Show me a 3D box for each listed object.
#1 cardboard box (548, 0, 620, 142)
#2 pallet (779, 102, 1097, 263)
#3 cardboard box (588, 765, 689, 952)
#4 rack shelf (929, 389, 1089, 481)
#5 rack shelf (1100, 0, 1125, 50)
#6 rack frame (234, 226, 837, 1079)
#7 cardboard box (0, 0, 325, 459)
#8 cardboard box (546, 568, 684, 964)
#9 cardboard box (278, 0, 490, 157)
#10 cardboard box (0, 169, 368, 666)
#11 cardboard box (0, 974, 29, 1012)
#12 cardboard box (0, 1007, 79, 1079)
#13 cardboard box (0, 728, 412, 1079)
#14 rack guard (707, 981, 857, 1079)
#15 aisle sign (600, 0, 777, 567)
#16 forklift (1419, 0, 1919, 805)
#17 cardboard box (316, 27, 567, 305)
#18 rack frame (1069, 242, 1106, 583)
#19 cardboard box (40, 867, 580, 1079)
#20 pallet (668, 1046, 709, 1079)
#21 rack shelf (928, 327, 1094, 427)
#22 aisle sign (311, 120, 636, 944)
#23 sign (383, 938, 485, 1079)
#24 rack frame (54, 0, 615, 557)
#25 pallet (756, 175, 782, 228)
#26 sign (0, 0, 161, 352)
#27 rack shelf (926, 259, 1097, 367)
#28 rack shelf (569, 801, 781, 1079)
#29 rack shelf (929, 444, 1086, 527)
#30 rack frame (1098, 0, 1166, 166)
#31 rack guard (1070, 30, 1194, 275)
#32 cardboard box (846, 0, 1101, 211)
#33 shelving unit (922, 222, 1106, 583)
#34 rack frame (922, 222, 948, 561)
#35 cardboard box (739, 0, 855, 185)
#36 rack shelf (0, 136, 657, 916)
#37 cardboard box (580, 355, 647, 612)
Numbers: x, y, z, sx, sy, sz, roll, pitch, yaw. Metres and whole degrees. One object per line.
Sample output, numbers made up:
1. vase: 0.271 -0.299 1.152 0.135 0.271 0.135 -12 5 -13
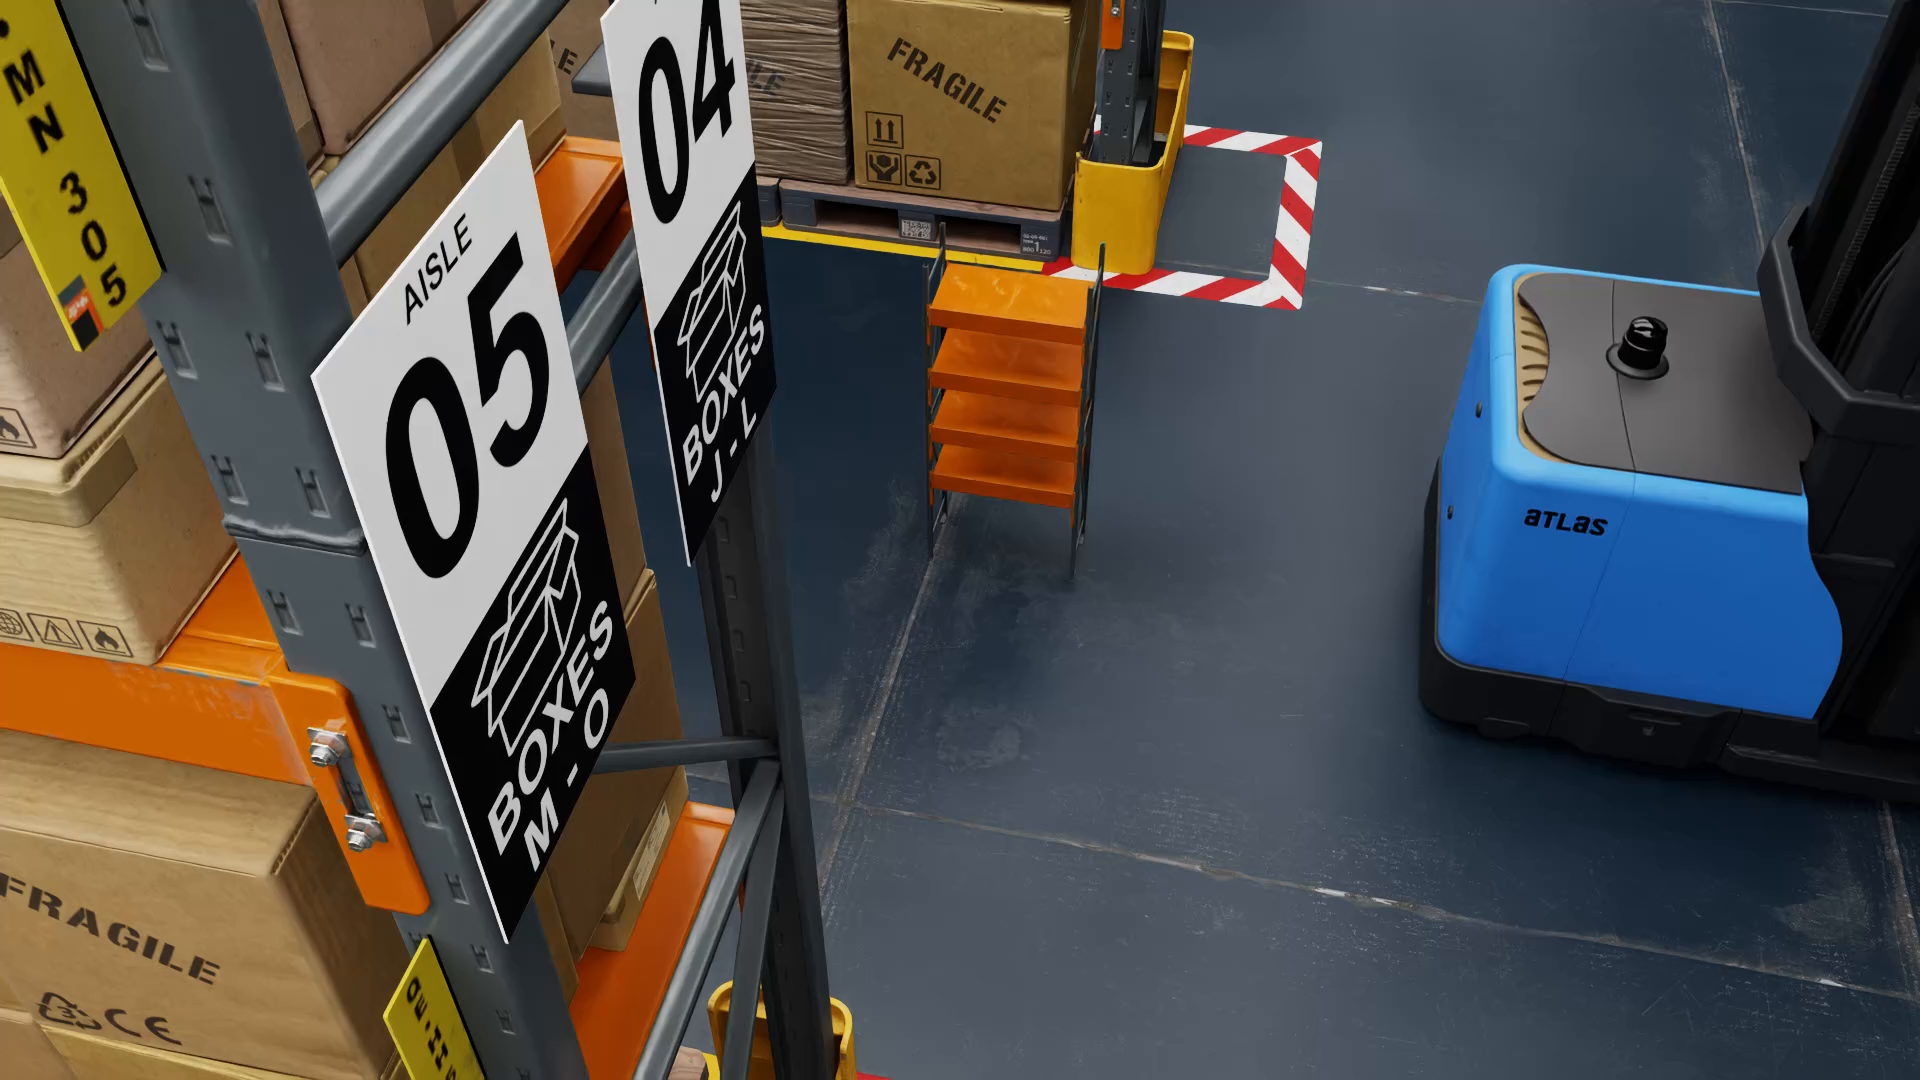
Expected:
1. cardboard box: -1.676 -2.295 7.201 0.875 0.875 0.875 9 45 9
2. pallet: -0.075 -1.657 7.320 1.213 0.211 1.003 9 45 9
3. cardboard box: -0.704 0.567 3.179 0.250 0.149 0.380 8 45 9
4. rack shelf: 0.162 -0.359 5.355 0.480 0.148 0.258 9 45 9
5. rack shelf: -1.229 -2.637 6.846 4.000 0.370 1.077 9 45 9
6. rack frame: -0.459 0.748 2.810 0.127 3.000 1.000 9 45 9
7. cardboard box: -0.964 -0.357 1.542 0.500 0.250 0.500 8 44 8
8. cardboard box: -0.837 0.349 2.937 0.500 0.500 0.500 11 45 11
9. cardboard box: -0.840 -0.703 1.902 0.500 0.250 0.500 9 45 10
10. cardboard box: -0.961 -0.169 1.708 0.500 0.250 0.500 8 44 8
11. cardboard box: -1.454 0.266 2.303 0.500 0.500 0.500 7 44 8
12. cardboard box: -1.455 0.629 2.647 0.500 0.500 0.500 8 45 8
13. cardboard box: -0.960 0.343 2.223 0.500 0.500 0.500 8 44 8
14. rack guard: -0.533 1.637 3.689 0.348 0.500 1.175 9 45 9
15. aisle sign: -0.322 -0.381 2.108 0.004 0.787 0.394 9 45 9
16. forklift: 2.995 -0.594 4.254 3.031 2.935 1.130 9 45 9
17. cardboard box: -0.841 -0.520 2.072 0.500 0.250 0.500 10 45 11
18. rack frame: 0.400 -0.370 5.269 0.015 1.200 0.240 9 45 9
19. cardboard box: -0.954 0.710 2.562 0.500 0.500 0.500 10 45 10
20. pallet: -1.318 1.594 3.942 1.213 0.211 1.003 9 45 9
21. rack shelf: 0.162 -0.520 5.199 0.480 0.148 0.258 9 45 9
22. aisle sign: -0.453 0.025 1.686 0.004 0.787 0.394 9 45 9
23. sign: -0.600 0.589 1.912 0.005 0.325 0.100 9 45 9
24. rack frame: -0.459 -1.414 0.730 0.127 3.000 1.000 9 45 9
25. pallet: -1.262 -1.843 7.513 1.213 0.211 1.003 9 45 9
26. sign: -0.600 -0.280 1.076 0.005 0.325 0.100 9 45 9
27. rack shelf: 0.162 -0.690 5.035 0.480 0.148 0.258 9 45 9
28. rack shelf: -2.411 0.704 3.374 4.000 0.370 1.077 9 45 9
29. rack shelf: 0.162 -0.216 5.492 0.480 0.148 0.258 9 45 9
30. rack frame: 0.723 -2.594 6.282 0.127 3.000 1.000 9 45 9
31. rack guard: 0.746 -1.690 7.145 0.348 0.500 1.175 9 45 9
32. cardboard box: 0.081 -2.022 6.917 0.875 0.875 0.875 9 45 9
33. shelving unit: 0.162 -0.407 5.308 0.503 1.200 0.258 9 45 9
34. rack frame: -0.077 -0.444 5.346 0.015 1.200 0.240 9 45 9
35. cardboard box: -0.807 -2.160 7.061 0.875 0.875 0.875 9 45 9
36. rack shelf: -2.411 -0.377 2.334 4.000 0.370 1.077 9 45 9
37. cardboard box: -0.839 -0.004 2.583 0.500 0.500 0.500 9 45 9
